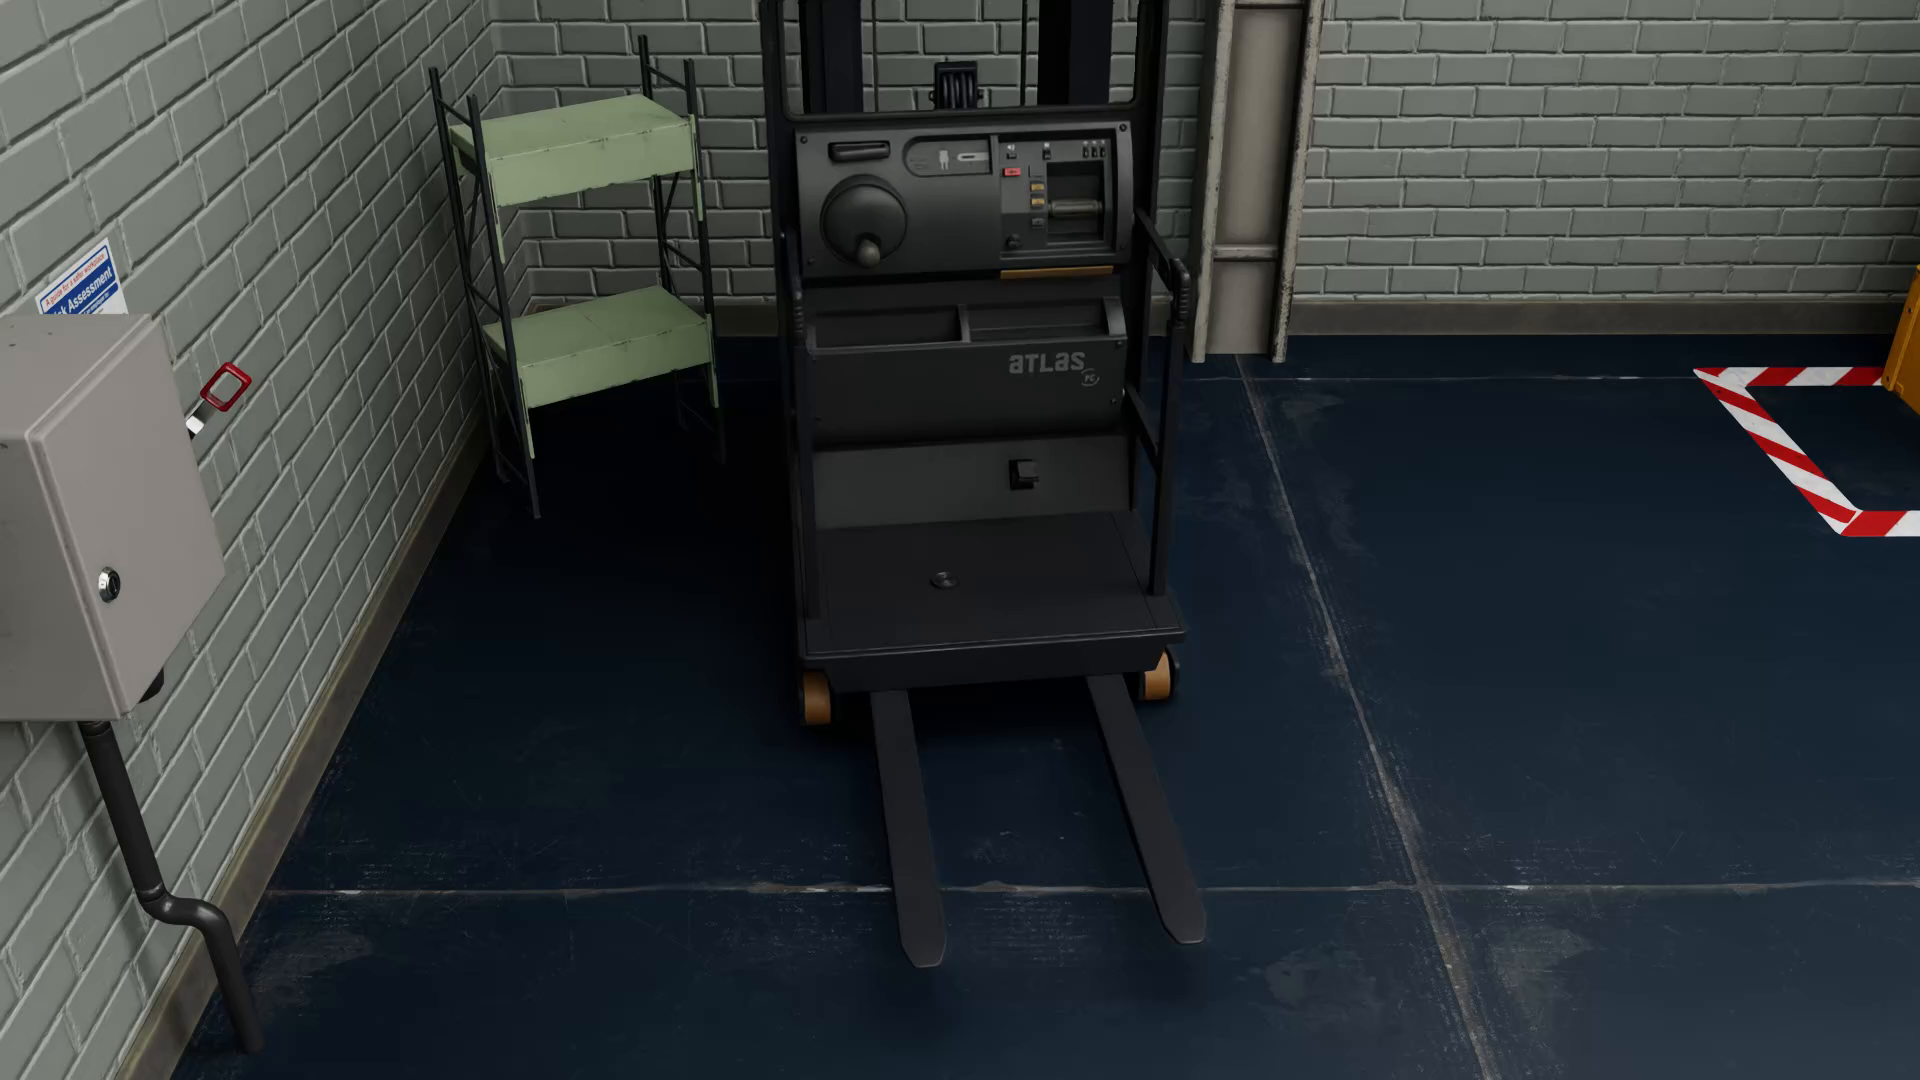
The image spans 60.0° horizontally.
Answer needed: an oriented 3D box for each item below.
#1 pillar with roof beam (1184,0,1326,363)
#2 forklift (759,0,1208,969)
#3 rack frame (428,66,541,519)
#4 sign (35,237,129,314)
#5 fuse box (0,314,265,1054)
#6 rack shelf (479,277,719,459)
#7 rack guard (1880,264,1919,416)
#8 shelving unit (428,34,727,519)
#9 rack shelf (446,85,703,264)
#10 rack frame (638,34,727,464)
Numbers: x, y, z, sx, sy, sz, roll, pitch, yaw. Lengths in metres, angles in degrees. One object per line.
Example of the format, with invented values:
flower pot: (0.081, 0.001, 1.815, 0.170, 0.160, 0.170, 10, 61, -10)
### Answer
pillar with roof beam: (1.192, -2.439, 1.095, 0.400, 9.000, 9.100, 0, 31, 0)
forklift: (0.045, -0.902, 4.410, 1.130, 2.935, 3.031, -4, 31, -6)
rack frame: (-1.602, -0.804, 5.629, 0.023, 1.500, 0.400, -19, 36, -28)
sign: (-1.814, -0.349, 3.525, 0.001, 0.494, 0.329, 0, 31, 0)
fuse box: (-1.604, 0.417, 3.414, 0.414, 1.711, 0.539, 0, 31, 0)
rack shelf: (-1.296, -0.630, 5.971, 0.720, 0.370, 0.431, -19, 36, -28)
rack guard: (3.944, -0.580, 6.224, 0.348, 0.500, 1.175, 0, 31, 0)
shelving unit: (-1.296, -0.909, 5.802, 0.755, 1.500, 0.431, -19, 36, -28)
rack shelf: (-1.296, -1.242, 5.599, 0.720, 0.370, 0.431, -19, 36, -28)
rack frame: (-0.991, -1.013, 5.974, 0.023, 1.500, 0.400, -19, 36, -28)
